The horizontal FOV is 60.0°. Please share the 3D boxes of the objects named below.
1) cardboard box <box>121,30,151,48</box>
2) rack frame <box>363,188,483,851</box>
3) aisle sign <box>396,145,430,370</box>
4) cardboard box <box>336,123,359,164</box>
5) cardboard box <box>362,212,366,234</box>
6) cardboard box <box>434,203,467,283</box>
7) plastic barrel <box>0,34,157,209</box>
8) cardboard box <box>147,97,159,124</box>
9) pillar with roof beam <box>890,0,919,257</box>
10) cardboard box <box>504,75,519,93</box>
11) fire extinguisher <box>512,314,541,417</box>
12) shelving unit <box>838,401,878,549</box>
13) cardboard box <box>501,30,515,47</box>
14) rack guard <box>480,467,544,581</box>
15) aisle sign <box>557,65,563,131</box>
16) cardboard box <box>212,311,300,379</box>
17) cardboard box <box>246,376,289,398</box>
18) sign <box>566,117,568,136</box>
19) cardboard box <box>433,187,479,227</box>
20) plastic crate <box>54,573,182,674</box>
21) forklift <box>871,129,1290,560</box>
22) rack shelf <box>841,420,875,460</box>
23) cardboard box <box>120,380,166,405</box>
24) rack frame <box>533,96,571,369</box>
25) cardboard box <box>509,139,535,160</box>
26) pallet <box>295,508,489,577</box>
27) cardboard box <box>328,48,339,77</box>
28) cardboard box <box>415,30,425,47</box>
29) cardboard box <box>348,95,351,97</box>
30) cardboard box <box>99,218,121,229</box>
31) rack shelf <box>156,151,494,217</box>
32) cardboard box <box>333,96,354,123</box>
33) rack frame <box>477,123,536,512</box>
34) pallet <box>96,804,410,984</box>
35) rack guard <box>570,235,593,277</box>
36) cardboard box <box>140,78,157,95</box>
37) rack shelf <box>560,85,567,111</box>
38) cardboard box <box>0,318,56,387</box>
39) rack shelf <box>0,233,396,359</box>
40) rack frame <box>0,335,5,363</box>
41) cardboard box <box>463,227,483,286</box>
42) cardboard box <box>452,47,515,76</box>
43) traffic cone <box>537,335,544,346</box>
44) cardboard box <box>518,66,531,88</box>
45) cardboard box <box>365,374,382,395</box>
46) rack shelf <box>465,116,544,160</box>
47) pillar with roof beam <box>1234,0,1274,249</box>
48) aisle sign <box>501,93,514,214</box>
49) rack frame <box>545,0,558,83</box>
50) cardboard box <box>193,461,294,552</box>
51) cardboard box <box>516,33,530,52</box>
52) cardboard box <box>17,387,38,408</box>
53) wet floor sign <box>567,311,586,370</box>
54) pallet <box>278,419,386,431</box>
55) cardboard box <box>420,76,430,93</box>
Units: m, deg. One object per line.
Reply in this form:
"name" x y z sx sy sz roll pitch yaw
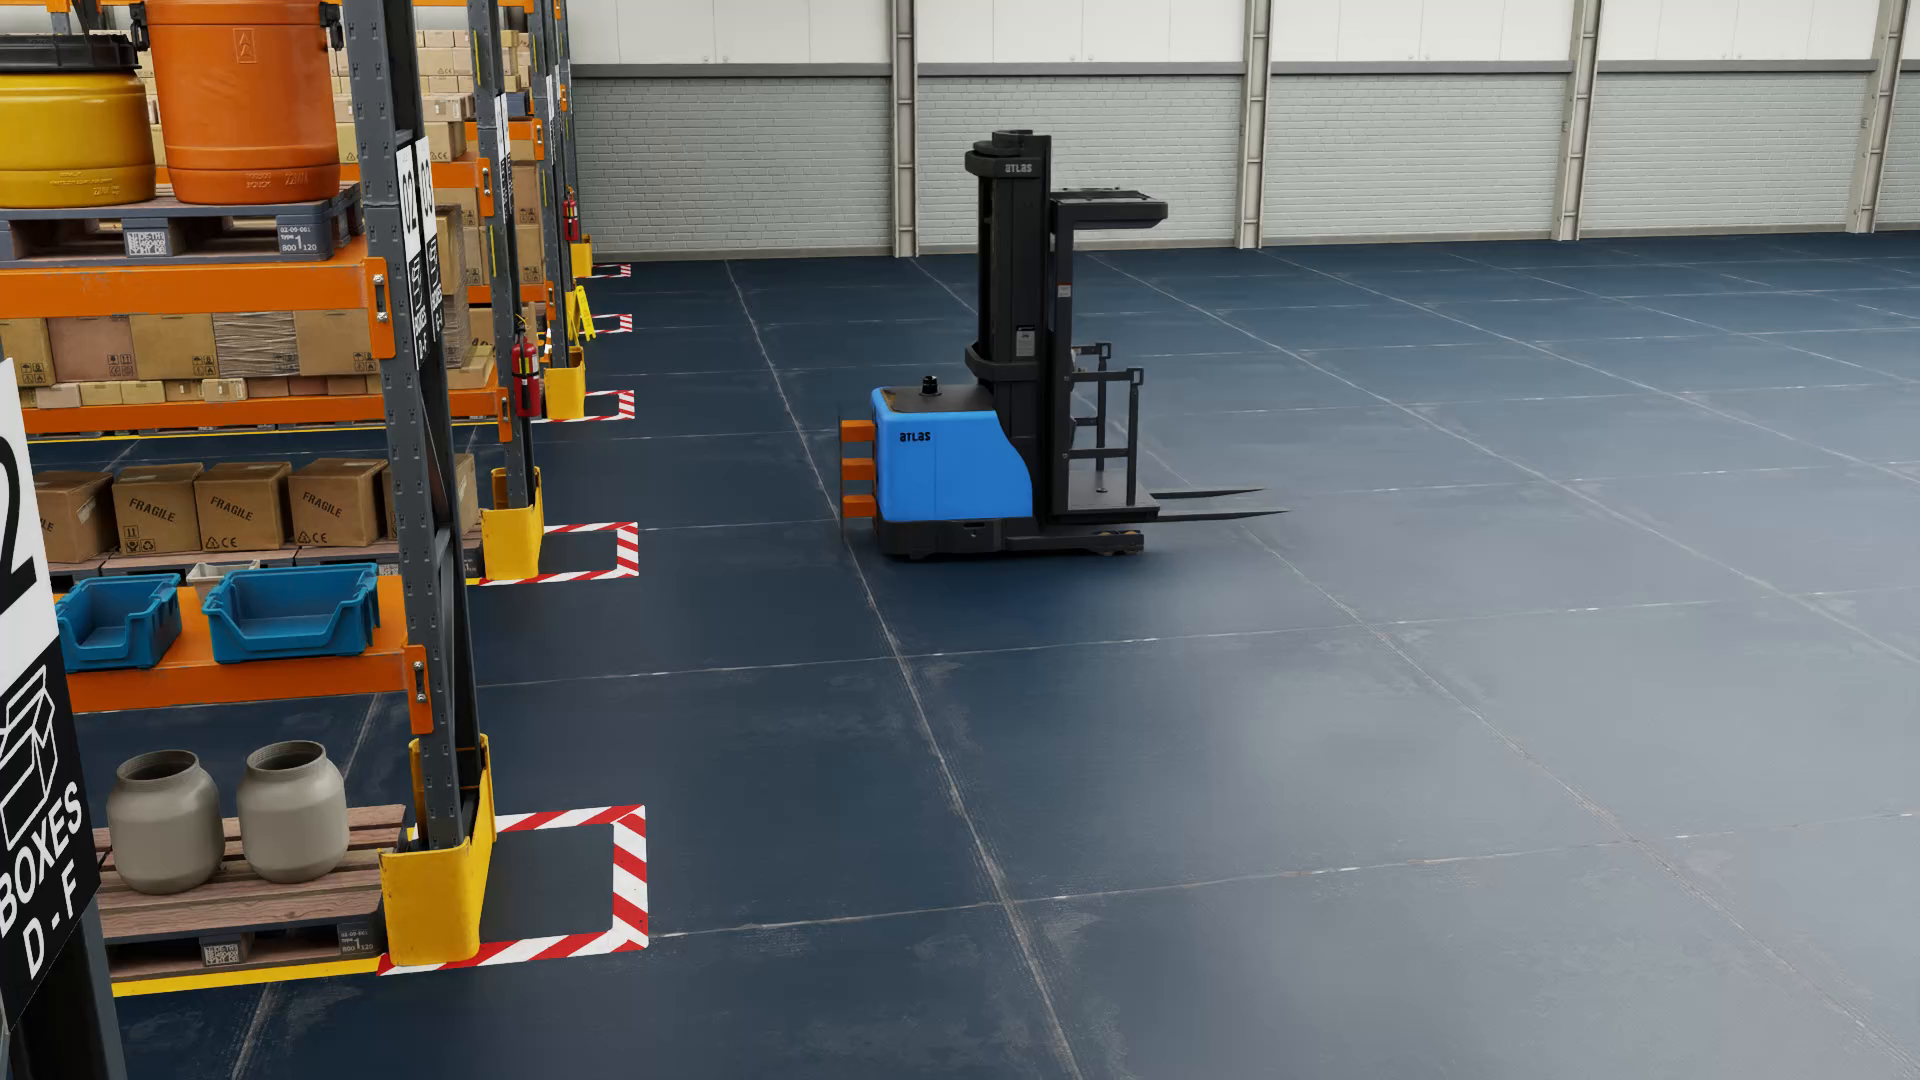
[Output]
"cardboard box" -7.214 -4.425 14.687 0.250 0.149 0.380 -3 17 -11
"rack frame" -2.178 0.095 6.892 0.127 3.000 1.000 -3 17 -10
"aisle sign" -2.051 -1.066 6.245 0.004 0.787 0.394 -3 17 -10
"cardboard box" -4.032 -2.566 10.703 0.500 0.250 0.500 -3 17 -10
"cardboard box" -4.100 -1.869 10.908 0.500 0.500 0.500 -3 17 -10
"cardboard box" -3.709 -2.048 11.492 0.500 0.500 0.500 -3 17 -10
"plastic barrel" -3.273 -1.529 6.037 0.600 0.588 0.600 0 17 0
"cardboard box" -5.148 -2.699 10.459 0.250 0.149 0.380 -3 17 -9
"pillar with roof beam" -0.090 -7.802 22.387 0.400 9.000 9.100 -3 17 -10
"cardboard box" -4.221 -4.214 15.356 0.250 0.149 0.380 -3 17 -11
"fire extinguisher" -2.918 -1.169 11.141 0.183 0.674 0.296 -3 17 -10
"shelving unit" -0.740 -0.471 12.056 0.252 1.050 0.215 -2 17 -8
"cardboard box" -4.225 -4.595 15.238 0.250 0.149 0.380 -3 17 -10
"rack guard" -3.192 -0.133 11.894 0.348 0.500 1.175 -3 17 -10
"aisle sign" -4.995 -5.525 20.763 0.004 0.787 0.394 -3 17 -10
"cardboard box" -4.630 -1.422 11.155 0.500 0.500 0.875 -3 17 -10
"cardboard box" -4.582 -1.063 11.090 0.250 0.149 0.380 -3 17 -10
"sign" -5.853 -6.129 24.784 0.005 0.325 0.100 -3 17 -10
"cardboard box" -4.853 -3.289 15.817 0.550 0.550 0.875 -3 17 -10
"plastic crate" -3.251 0.315 6.430 0.408 0.251 0.499 -3 17 -10
"forklift" 0.888 -1.438 12.003 3.031 2.935 1.130 -2 17 -8
"rack shelf" -0.740 -0.732 11.975 0.240 0.259 0.215 -2 17 -8
"cardboard box" -5.306 -1.002 10.894 0.250 0.149 0.380 -3 17 -10
"rack frame" -3.959 -2.768 16.215 0.127 3.000 1.000 -3 17 -10
"cardboard box" -5.457 -4.766 20.339 0.500 0.500 0.700 -4 17 -12
"pallet" -3.996 0.040 11.822 1.213 0.211 1.003 -3 17 -10
"cardboard box" -5.866 -4.330 15.054 0.500 0.250 0.500 -3 17 -10
"cardboard box" -4.976 -4.552 15.099 0.250 0.149 0.380 -3 17 -10
"cardboard box" -3.929 -2.900 11.113 0.250 0.149 0.380 -4 17 -11
"cardboard box" -5.573 -1.785 10.636 0.500 0.500 0.500 -3 17 -10
"rack shelf" -5.081 -2.311 10.843 4.000 0.370 1.077 -3 17 -10
"cardboard box" -3.856 -2.752 10.631 0.250 0.149 0.380 -4 18 -13
"rack frame" -3.117 -1.332 11.541 0.127 3.000 1.000 -3 17 -10
"pallet" -3.042 1.490 7.101 1.213 0.211 1.003 -3 17 -10
"rack guard" -5.919 -4.426 25.872 0.348 0.500 1.175 -3 17 -10
"cardboard box" -7.211 -4.045 14.805 0.250 0.149 0.380 -3 17 -10
"rack shelf" -7.906 -6.599 24.803 4.000 0.370 1.077 -3 17 -10
"cardboard box" -6.094 -1.325 10.838 0.500 0.500 0.875 -3 17 -10
"rack shelf" -4.141 -0.883 6.195 4.000 0.370 1.077 -3 17 -10
"rack frame" -1.242 -1.344 1.362 0.127 3.000 1.000 -3 17 -10
"cardboard box" -4.851 -2.769 15.962 0.550 0.550 0.875 -3 17 -10
"cardboard box" -4.387 -4.413 15.325 0.500 0.250 0.500 -3 17 -10
"traffic cone" -5.175 -2.581 19.926 0.334 0.463 0.336 -3 17 -10
"cardboard box" -5.449 -5.587 20.034 0.500 0.250 0.500 -3 17 -11
"cardboard box" -3.839 -1.094 11.194 0.250 0.149 0.380 -3 17 -10
"rack shelf" -5.923 -3.746 15.517 4.000 0.370 1.077 -3 17 -10
"pillar with roof beam" 5.802 -8.136 23.475 0.400 9.000 9.100 -3 17 -10
"aisle sign" -3.113 -2.665 11.452 0.004 0.787 0.394 -3 17 -10
"rack frame" -4.997 -7.057 19.961 0.127 3.000 1.000 -3 17 -10
"cardboard box" -4.932 -0.236 11.512 0.500 0.500 0.500 -2 17 -5
"cardboard box" -6.331 -7.255 24.660 0.500 0.500 0.500 -3 17 -9
"cardboard box" -6.045 -0.964 10.768 0.250 0.149 0.380 -3 17 -10
"wet floor sign" -4.306 -2.215 18.424 0.232 0.644 0.267 -6 18 -20
"pallet" -5.925 -1.301 16.188 1.213 0.211 1.003 -3 17 -10
"cardboard box" -4.969 -4.172 15.219 0.250 0.149 0.380 -3 17 -10
